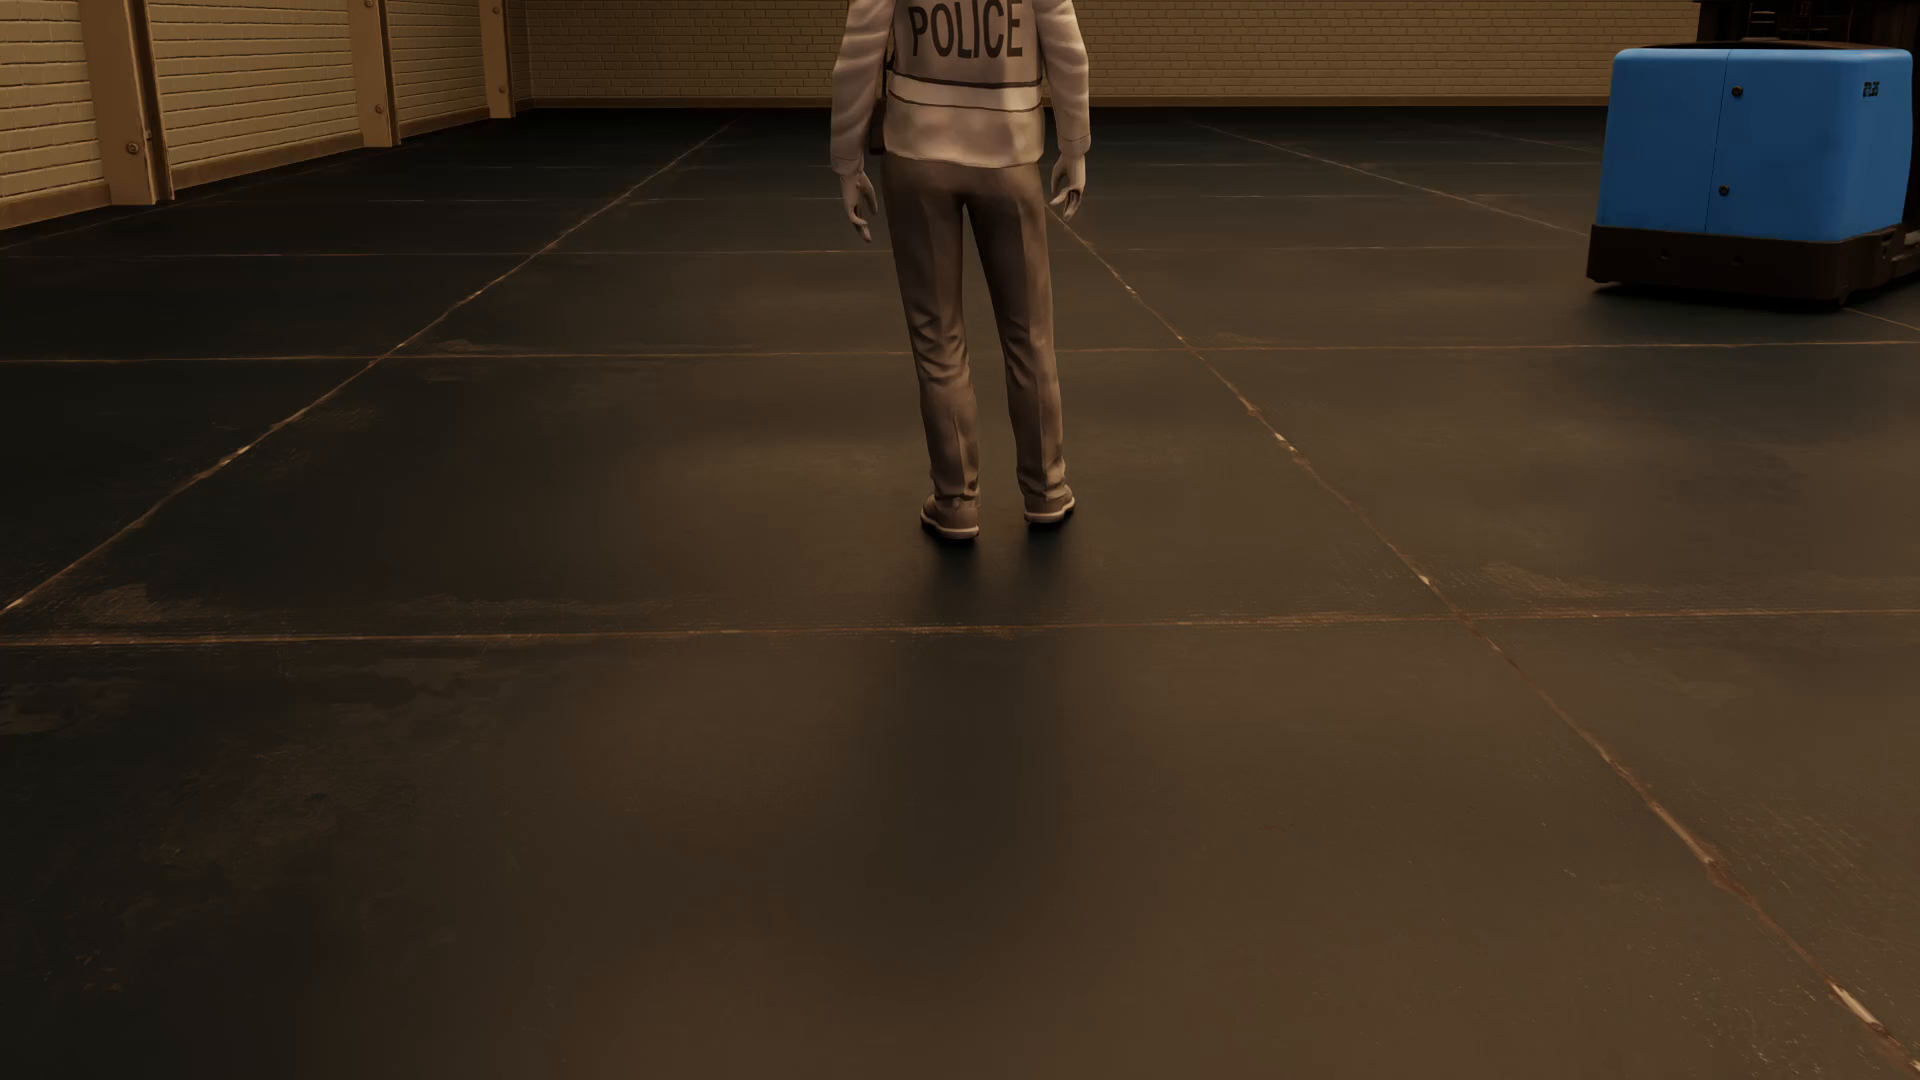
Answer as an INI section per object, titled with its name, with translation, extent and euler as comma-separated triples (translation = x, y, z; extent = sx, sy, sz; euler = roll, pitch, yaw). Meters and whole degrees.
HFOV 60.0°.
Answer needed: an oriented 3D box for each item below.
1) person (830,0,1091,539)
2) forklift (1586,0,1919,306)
[person]
translation = 0.003, -0.837, 3.734
extent = 0.586, 1.694, 0.530
euler = -1, 17, -3
[forklift]
translation = 4.224, -2.751, 7.900
extent = 1.130, 2.935, 3.031
euler = 15, 22, 40
